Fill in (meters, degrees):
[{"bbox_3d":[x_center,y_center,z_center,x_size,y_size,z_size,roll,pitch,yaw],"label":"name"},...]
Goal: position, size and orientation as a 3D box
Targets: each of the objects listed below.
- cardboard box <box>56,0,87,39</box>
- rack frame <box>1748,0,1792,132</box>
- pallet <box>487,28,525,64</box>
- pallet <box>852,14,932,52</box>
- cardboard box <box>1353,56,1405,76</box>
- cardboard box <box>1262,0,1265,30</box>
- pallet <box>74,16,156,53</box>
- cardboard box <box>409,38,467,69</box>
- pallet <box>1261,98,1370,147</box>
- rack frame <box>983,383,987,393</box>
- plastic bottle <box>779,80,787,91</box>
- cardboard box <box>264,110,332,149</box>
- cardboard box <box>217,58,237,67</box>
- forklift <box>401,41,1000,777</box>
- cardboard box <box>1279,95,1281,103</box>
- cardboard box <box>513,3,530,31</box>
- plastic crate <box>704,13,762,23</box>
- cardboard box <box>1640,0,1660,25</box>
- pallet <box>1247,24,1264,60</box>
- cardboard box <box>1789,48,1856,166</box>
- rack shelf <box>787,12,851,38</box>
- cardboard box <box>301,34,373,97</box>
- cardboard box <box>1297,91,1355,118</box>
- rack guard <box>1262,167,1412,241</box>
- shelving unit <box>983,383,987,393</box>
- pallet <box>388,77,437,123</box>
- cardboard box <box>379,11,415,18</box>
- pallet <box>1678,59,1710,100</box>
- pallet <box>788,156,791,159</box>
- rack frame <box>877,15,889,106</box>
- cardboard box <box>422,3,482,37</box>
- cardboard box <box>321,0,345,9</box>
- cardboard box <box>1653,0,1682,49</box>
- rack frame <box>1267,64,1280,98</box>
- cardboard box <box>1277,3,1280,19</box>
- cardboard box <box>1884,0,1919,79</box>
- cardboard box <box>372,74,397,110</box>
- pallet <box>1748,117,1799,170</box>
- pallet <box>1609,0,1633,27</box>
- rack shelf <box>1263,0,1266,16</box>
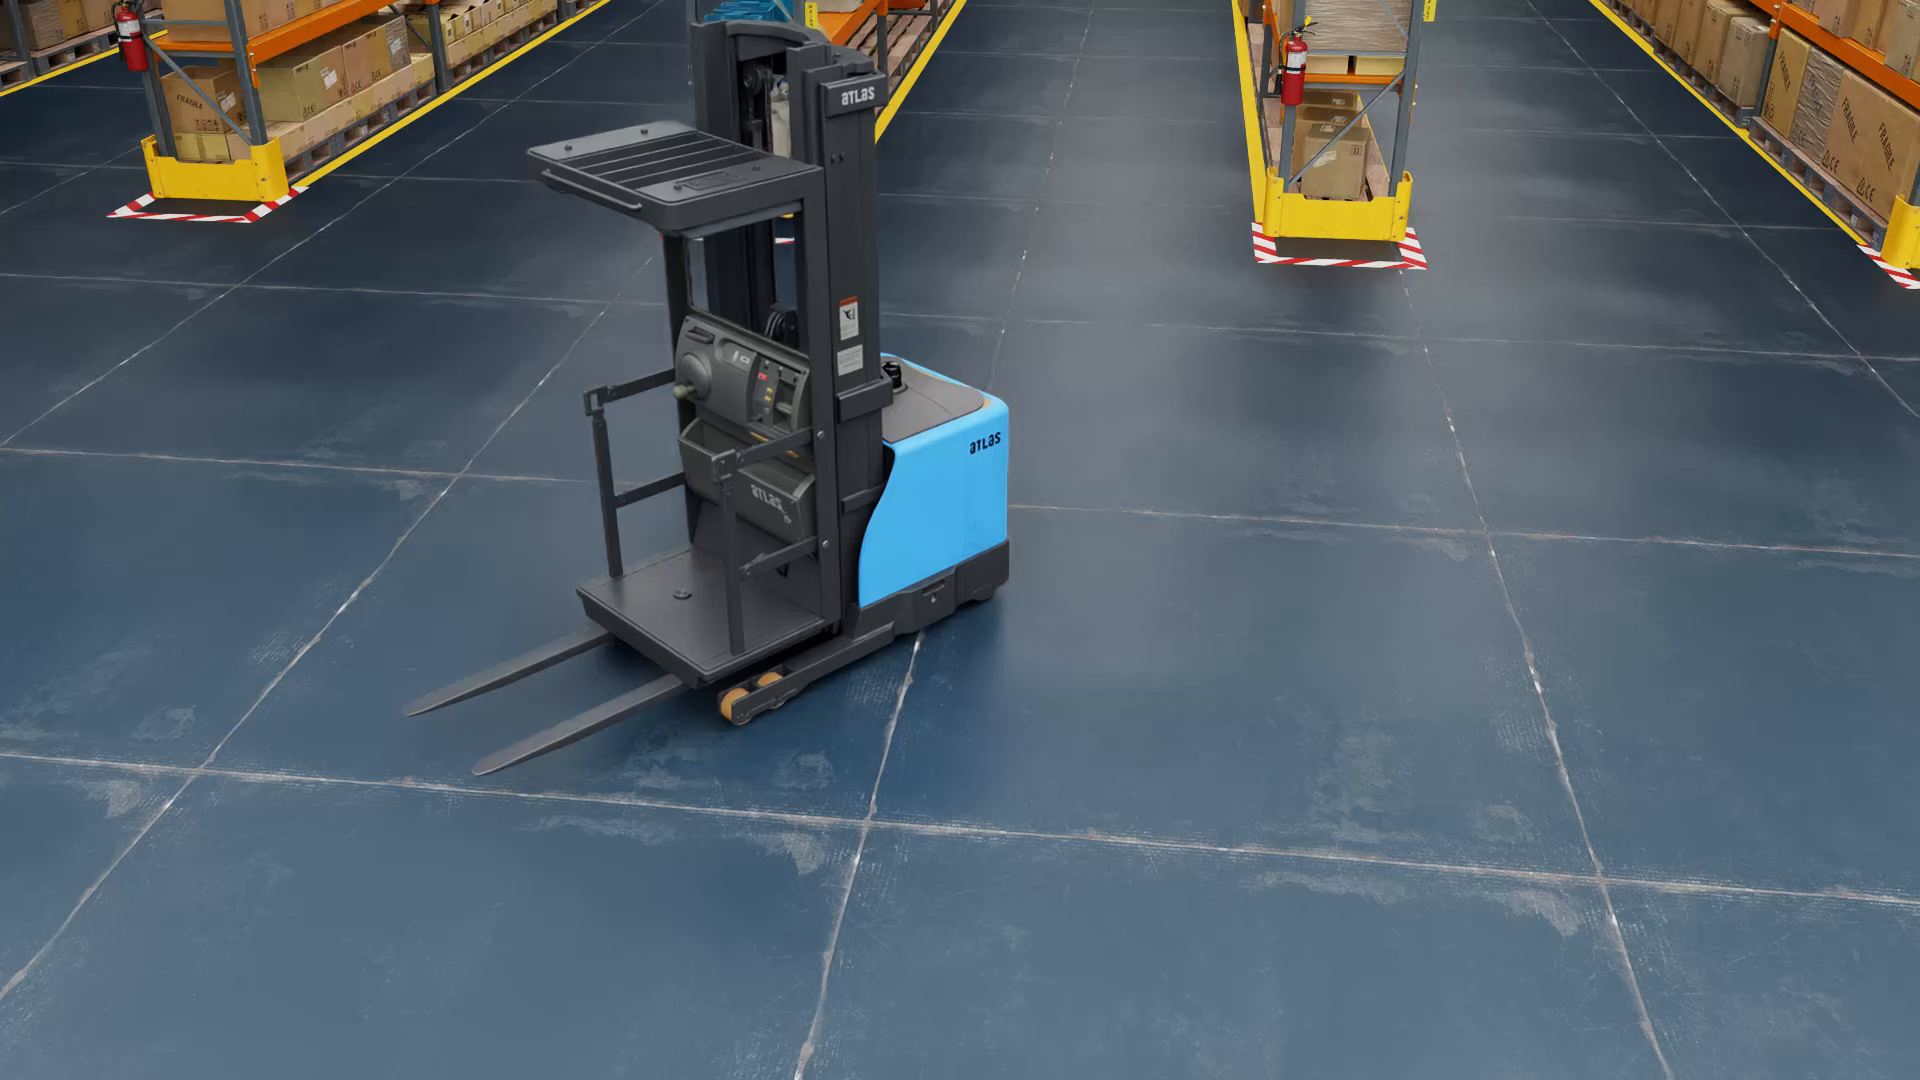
[{"bbox_3d":[-11.024,-6.321,19.992,0.700,0.500,0.500,3,28,5],"label":"cardboard box"},{"bbox_3d":[8.547,-5.435,16.175,1.000,3.000,0.127,3,28,6],"label":"rack frame"},{"bbox_3d":[-5.996,-6.045,20.249,1.003,0.211,1.213,3,28,6],"label":"pallet"},{"bbox_3d":[-0.922,-6.351,20.817,1.003,0.211,1.213,3,28,6],"label":"pallet"},{"bbox_3d":[3.419,-3.897,13.587,0.380,0.149,0.250,3,28,6],"label":"cardboard box"},{"bbox_3d":[4.065,-6.430,20.195,0.700,0.500,0.500,2,28,4],"label":"cardboard box"},{"bbox_3d":[-10.870,-6.349,20.812,1.003,0.211,1.213,3,28,6],"label":"pallet"},{"bbox_3d":[-5.899,-5.498,18.749,0.500,0.250,0.500,3,28,5],"label":"cardboard box"},{"bbox_3d":[3.590,-4.225,16.869,1.003,0.211,1.213,3,28,6],"label":"pallet"},{"bbox_3d":[0.024,-0.451,9.138,0.240,0.900,0.006,4,29,7],"label":"rack frame"},{"bbox_3d":[-1.793,-4.535,16.918,0.097,0.271,0.097,0,28,0],"label":"plastic bottle"},{"bbox_3d":[-6.340,-3.915,15.810,0.500,0.250,0.500,3,28,6],"label":"cardboard box"},{"bbox_3d":[-6.806,-4.511,16.126,0.500,0.500,0.500,3,28,6],"label":"cardboard box"},{"bbox_3d":[-1.192,-0.674,7.478,2.937,2.867,1.118,-24,37,-37],"label":"forklift"},{"bbox_3d":[3.548,-4.669,16.947,0.500,0.500,0.500,3,28,5],"label":"cardboard box"},{"bbox_3d":[-5.651,-6.464,20.542,0.500,0.250,0.500,4,29,7],"label":"cardboard box"},{"bbox_3d":[-2.004,-4.363,14.343,0.499,0.251,0.616,3,28,6],"label":"plastic crate"},{"bbox_3d":[8.859,-6.727,20.767,0.500,0.500,0.500,3,28,6],"label":"cardboard box"},{"bbox_3d":[4.030,-6.058,20.272,1.003,0.211,1.213,3,28,6],"label":"pallet"},{"bbox_3d":[8.294,-3.968,15.250,0.875,0.875,0.875,4,29,7],"label":"cardboard box"},{"bbox_3d":[-1.524,-4.886,15.710,0.919,0.124,3.809,3,28,6],"label":"rack shelf"},{"bbox_3d":[-6.211,-4.715,16.505,0.500,0.500,0.500,3,28,6],"label":"cardboard box"},{"bbox_3d":[3.375,-3.842,15.412,0.500,0.500,0.500,6,29,11],"label":"cardboard box"},{"bbox_3d":[3.156,-2.823,13.963,1.175,0.500,0.348,3,28,6],"label":"rack guard"},{"bbox_3d":[0.009,-0.403,9.049,0.258,0.900,0.210,4,29,7],"label":"shelving unit"},{"bbox_3d":[-6.333,-4.749,17.842,1.003,0.211,1.213,3,28,6],"label":"pallet"},{"bbox_3d":[-6.429,-5.777,18.675,0.500,0.311,0.500,3,28,6],"label":"cardboard box"},{"bbox_3d":[8.714,-5.151,18.588,1.003,0.211,1.213,3,28,6],"label":"pallet"},{"bbox_3d":[-1.701,-3.369,15.280,1.003,0.211,1.213,3,28,6],"label":"pallet"},{"bbox_3d":[-1.279,-6.058,17.333,1.000,3.000,0.127,3,28,6],"label":"rack frame"},{"bbox_3d":[-5.830,-5.985,19.061,0.500,0.311,0.500,3,28,6],"label":"cardboard box"},{"bbox_3d":[-6.427,-5.457,16.111,0.700,0.500,0.500,4,29,8],"label":"cardboard box"},{"bbox_3d":[8.874,-6.231,19.582,1.050,0.750,0.750,3,28,6],"label":"cardboard box"},{"bbox_3d":[3.640,-5.770,16.798,0.949,2.616,0.053,3,28,6],"label":"rack frame"},{"bbox_3d":[3.142,-4.869,15.391,0.380,0.149,0.250,3,28,6],"label":"cardboard box"},{"bbox_3d":[8.103,-4.055,13.457,0.875,0.550,0.550,3,28,6],"label":"cardboard box"},{"bbox_3d":[-6.152,-4.620,17.120,0.500,0.250,0.500,3,28,6],"label":"cardboard box"},{"bbox_3d":[8.377,-3.854,16.181,1.003,0.211,1.213,3,28,6],"label":"pallet"},{"bbox_3d":[9.287,-7.030,22.077,1.003,0.211,1.213,3,28,6],"label":"pallet"},{"bbox_3d":[1.464,-7.758,18.322,5.951,3.145,4.000,3,28,6],"label":"rack shelf"}]
